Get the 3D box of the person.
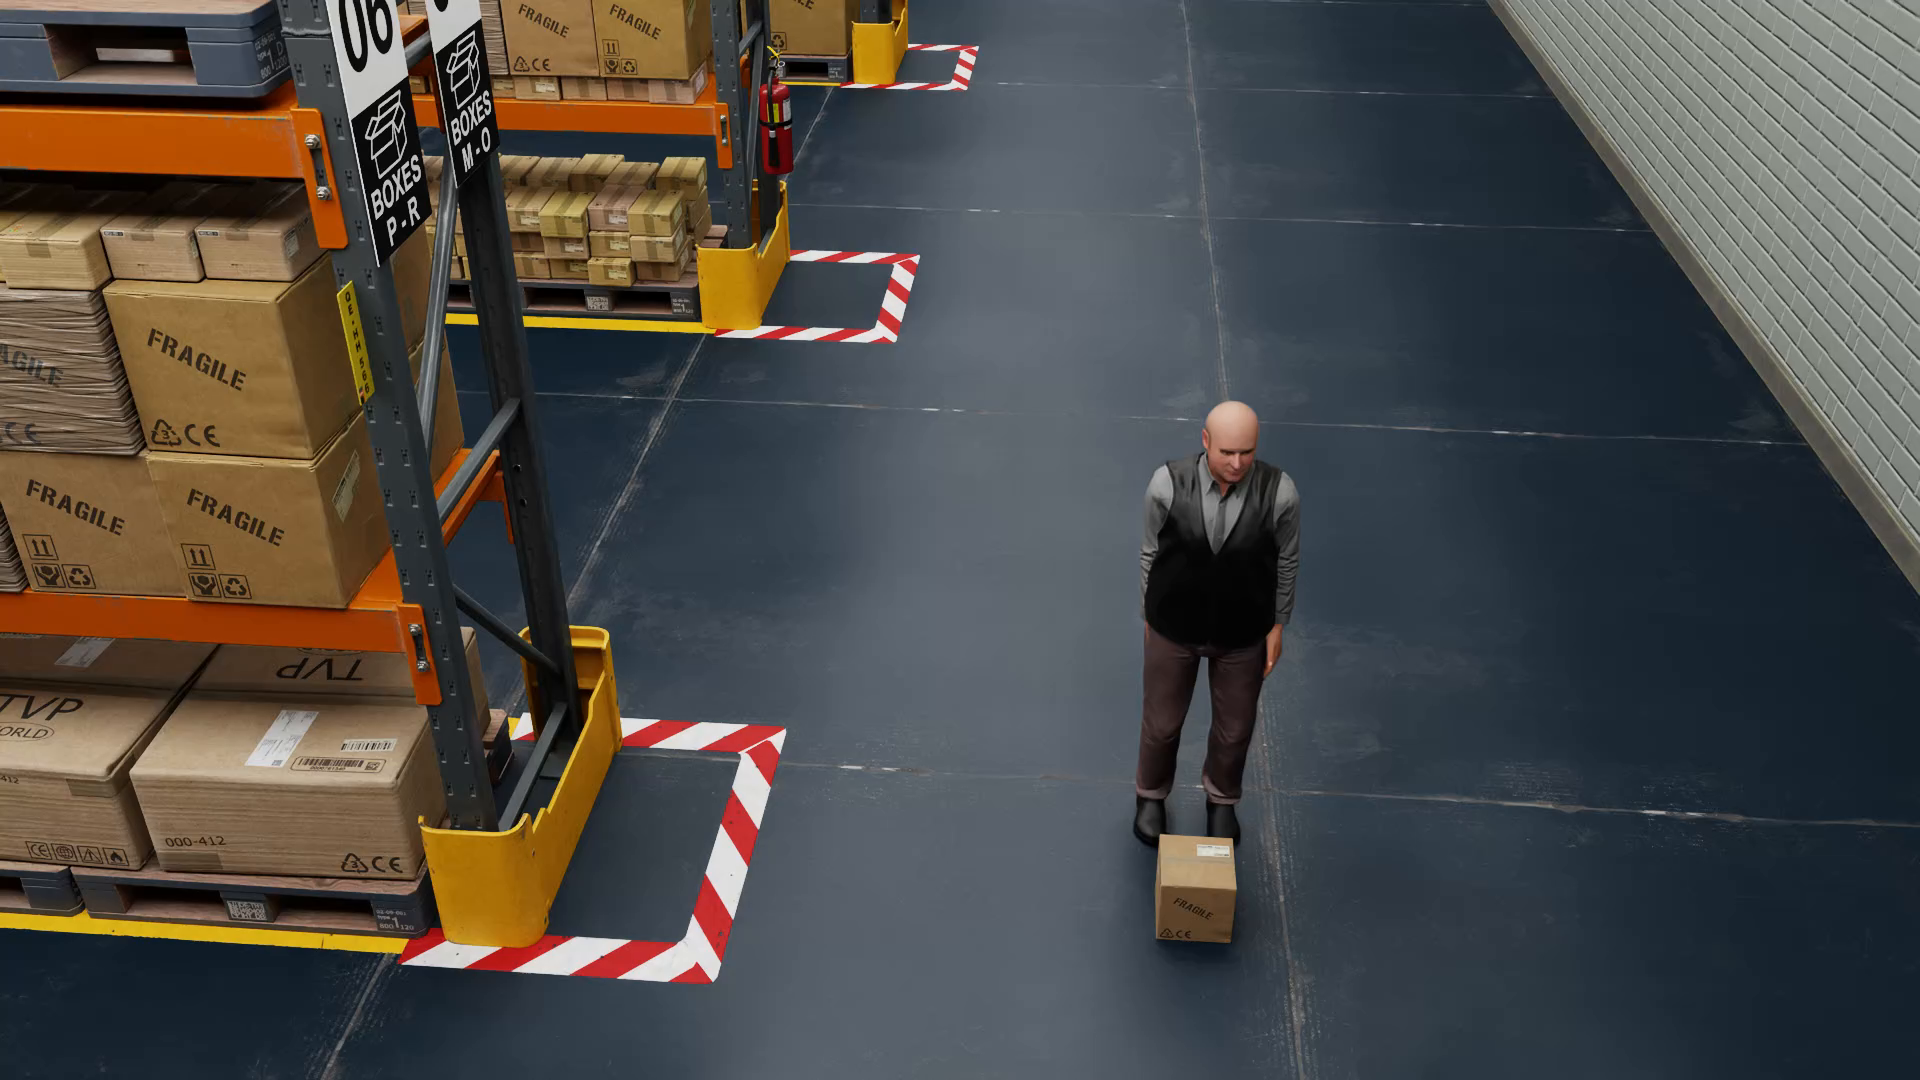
[{"bbox_3d":[0.864,0.304,5.678,0.533,1.714,0.358,3,32,5],"label":"person"}]
